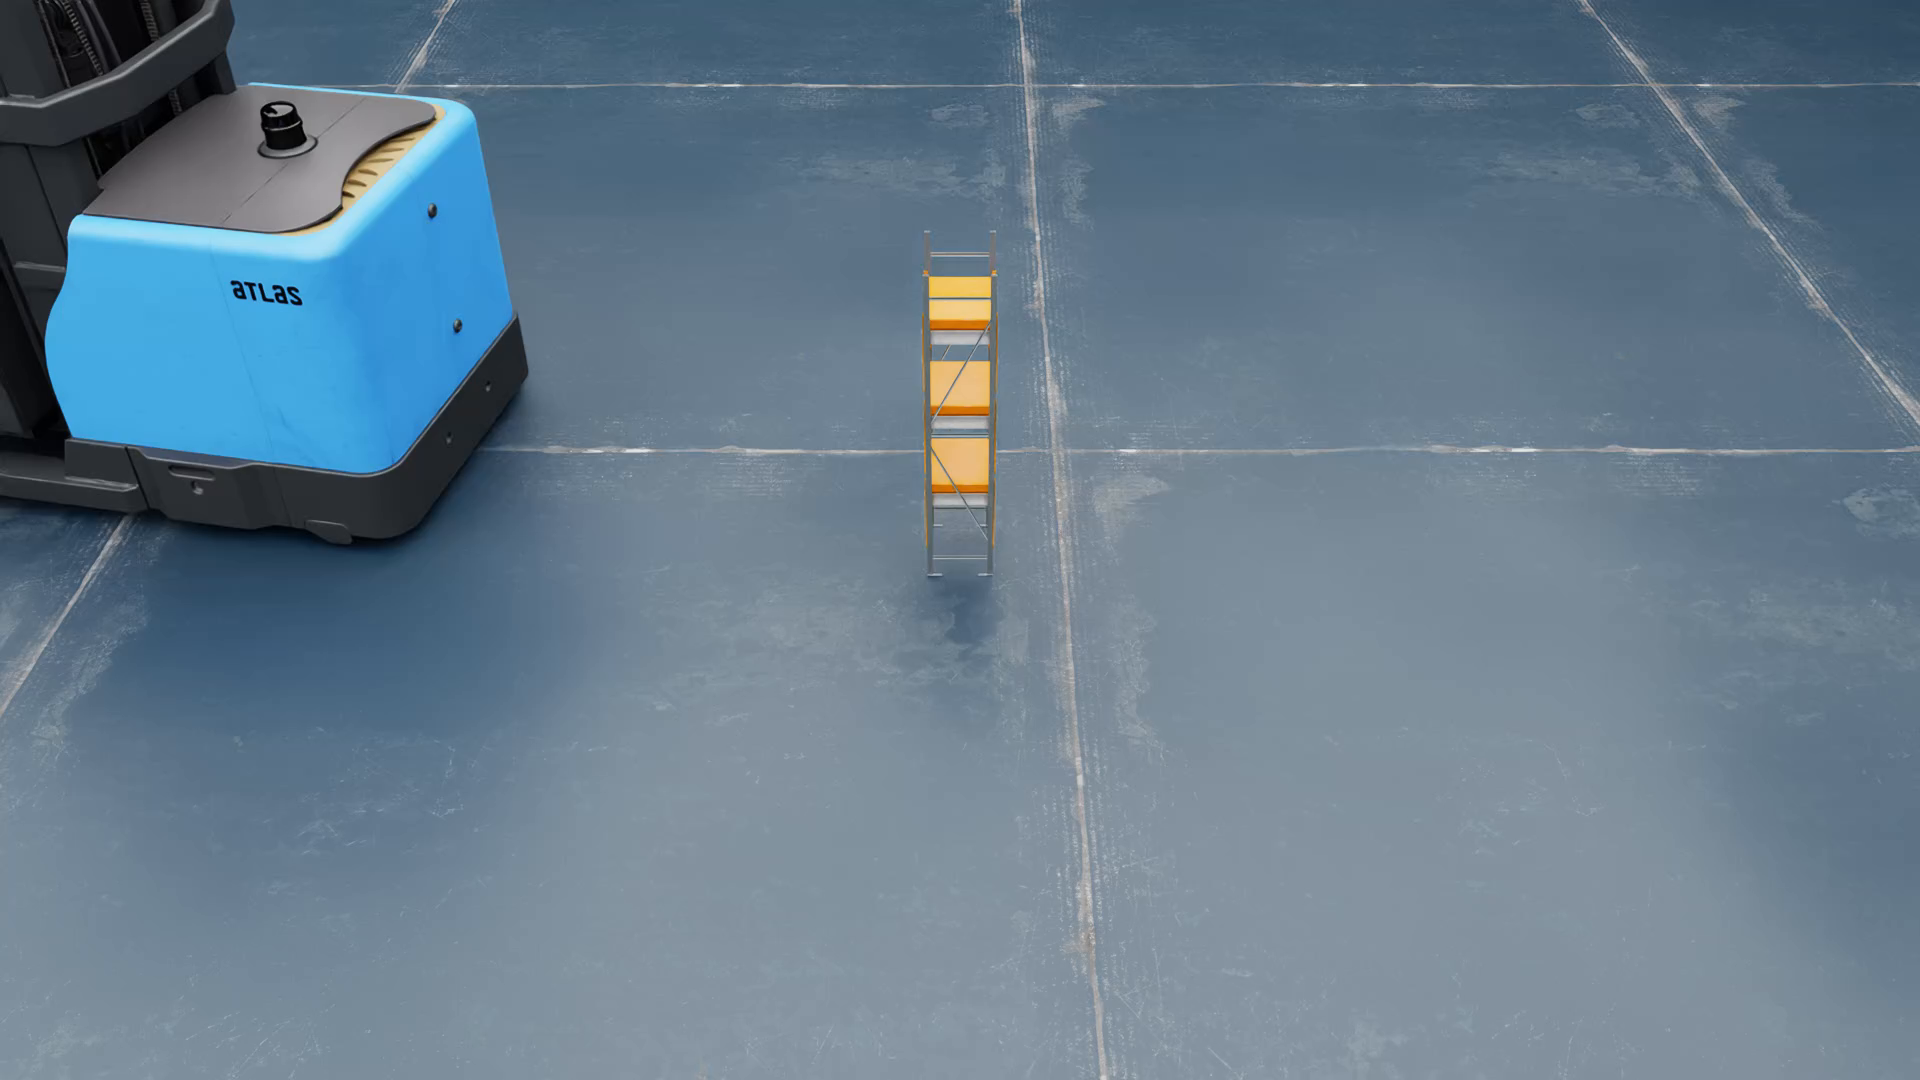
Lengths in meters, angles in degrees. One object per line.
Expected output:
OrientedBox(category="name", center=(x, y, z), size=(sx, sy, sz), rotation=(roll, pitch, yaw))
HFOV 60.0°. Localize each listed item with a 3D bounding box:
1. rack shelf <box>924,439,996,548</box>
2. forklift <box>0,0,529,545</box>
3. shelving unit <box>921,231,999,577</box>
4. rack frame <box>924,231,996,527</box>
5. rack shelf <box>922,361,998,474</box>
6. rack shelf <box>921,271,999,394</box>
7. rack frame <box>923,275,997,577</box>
OrientedBox(category="rack shelf", center=(0.000, -0.151, 5.060), size=(0.215, 0.259, 0.240), rotation=(0, 39, 0))
OrientedBox(category="forklift", center=(-3.091, -1.588, 4.888), size=(3.031, 2.935, 1.130), rotation=(7, 39, 9))
OrientedBox(category="shelving unit", center=(0.000, -0.376, 4.880), size=(0.215, 1.050, 0.252), rotation=(0, 39, 0))
OrientedBox(category="rack frame", center=(0.000, -0.453, 4.975), size=(0.200, 1.050, 0.008), rotation=(0, 39, 0))
OrientedBox(category="rack shelf", center=(0.000, -0.368, 4.887), size=(0.215, 0.259, 0.240), rotation=(0, 39, 0))
OrientedBox(category="rack shelf", center=(0.000, -0.589, 4.709), size=(0.215, 0.259, 0.240), rotation=(0, 39, 0))
OrientedBox(category="rack frame", center=(0.000, -0.300, 4.785), size=(0.200, 1.050, 0.008), rotation=(0, 39, 0))
